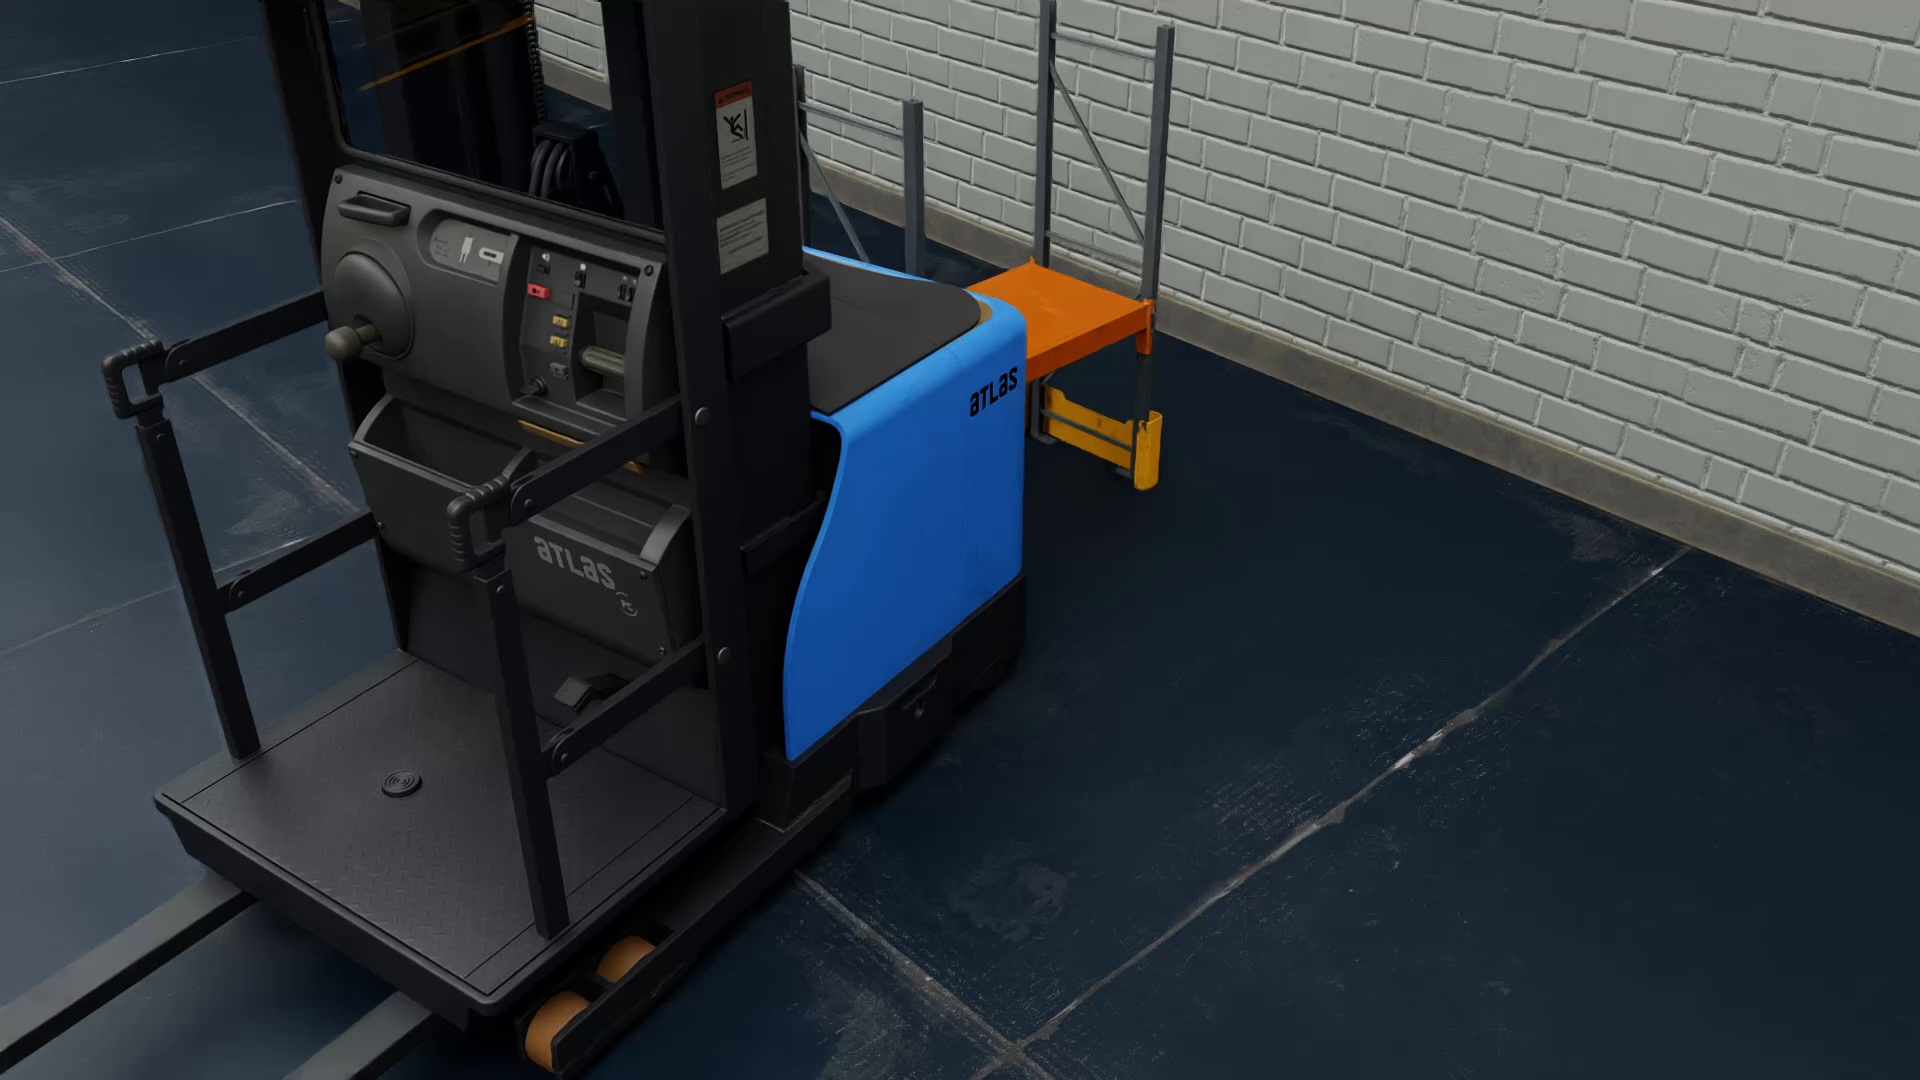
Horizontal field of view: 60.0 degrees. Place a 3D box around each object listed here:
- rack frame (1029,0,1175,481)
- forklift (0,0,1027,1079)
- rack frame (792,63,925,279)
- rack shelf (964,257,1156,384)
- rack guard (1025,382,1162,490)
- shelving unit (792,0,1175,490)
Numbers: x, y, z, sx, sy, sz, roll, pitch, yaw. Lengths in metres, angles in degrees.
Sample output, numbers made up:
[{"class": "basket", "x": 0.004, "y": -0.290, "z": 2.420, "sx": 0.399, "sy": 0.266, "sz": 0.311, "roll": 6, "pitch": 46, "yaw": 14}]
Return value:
[{"class": "rack frame", "x": 0.432, "y": -0.926, "z": 5.326, "sx": 0.500, "sy": 1.500, "sz": 0.032, "roll": 27, "pitch": 41, "yaw": 37}, {"class": "forklift", "x": -1.064, "y": -0.431, "z": 3.145, "sx": 1.130, "sy": 2.935, "sz": 3.031, "roll": 20, "pitch": 37, "yaw": 29}, {"class": "rack frame", "x": -0.281, "y": -0.548, "z": 4.708, "sx": 0.500, "sy": 1.500, "sz": 0.032, "roll": 27, "pitch": 41, "yaw": 37}, {"class": "rack shelf", "x": 0.076, "y": -0.583, "z": 5.111, "sx": 0.538, "sy": 0.185, "sz": 1.000, "roll": 27, "pitch": 41, "yaw": 37}, {"class": "rack guard", "x": 0.431, "y": -0.392, "z": 5.651, "sx": 0.587, "sy": 0.250, "sz": 0.087, "roll": 27, "pitch": 41, "yaw": 37}, {"class": "shelving unit", "x": 0.082, "y": -0.740, "z": 5.023, "sx": 0.587, "sy": 1.500, "sz": 1.083, "roll": 27, "pitch": 41, "yaw": 37}]
